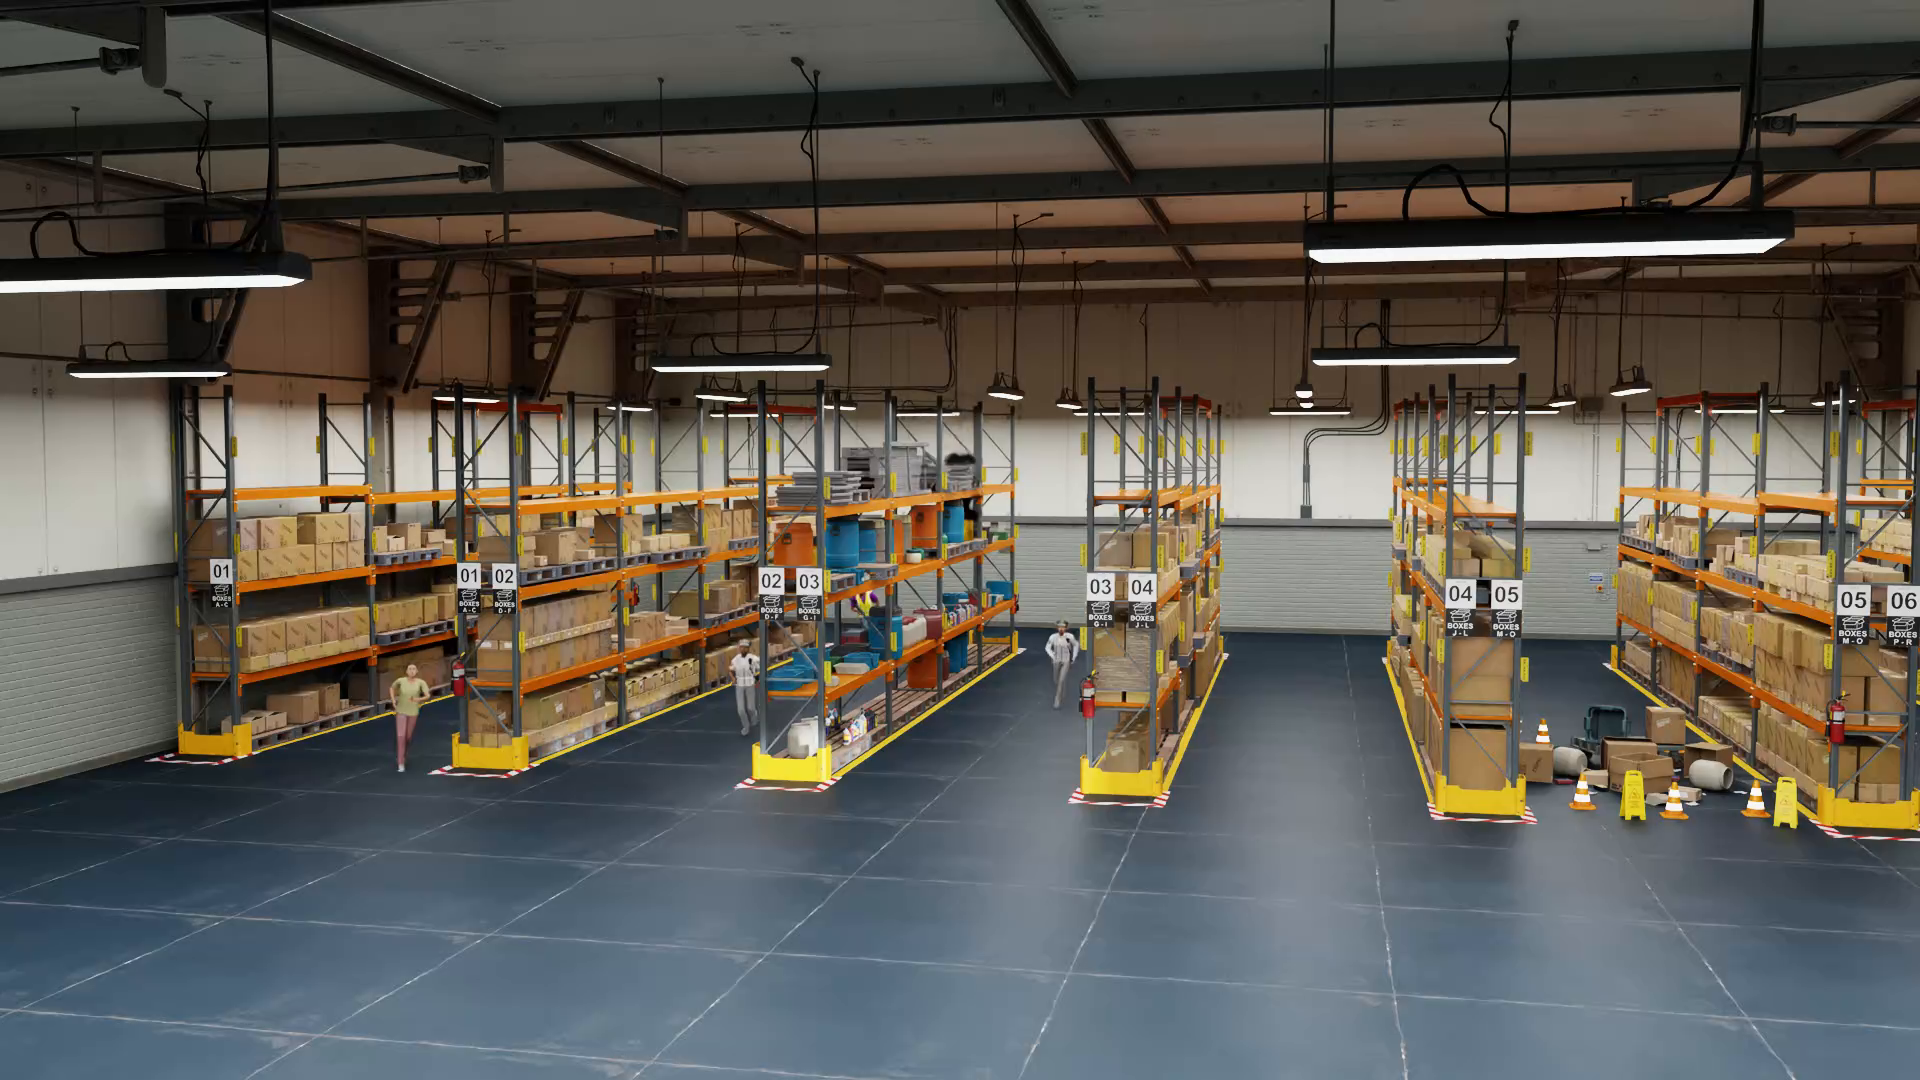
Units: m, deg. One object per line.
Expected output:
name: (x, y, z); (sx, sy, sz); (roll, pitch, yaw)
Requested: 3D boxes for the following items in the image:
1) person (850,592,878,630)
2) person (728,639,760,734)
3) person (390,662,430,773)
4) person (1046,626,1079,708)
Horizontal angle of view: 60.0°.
person: (-2.308, 1.875, 40.919); (0.778, 1.669, 0.512); (0, 3, -2)
person: (-3.742, 2.554, 29.035); (0.630, 1.666, 0.539); (0, 3, 1)
person: (-8.587, 2.738, 25.985); (0.596, 1.687, 0.855); (-1, 3, -21)
person: (1.978, 2.397, 32.258); (0.640, 1.631, 0.894); (1, 3, 10)
